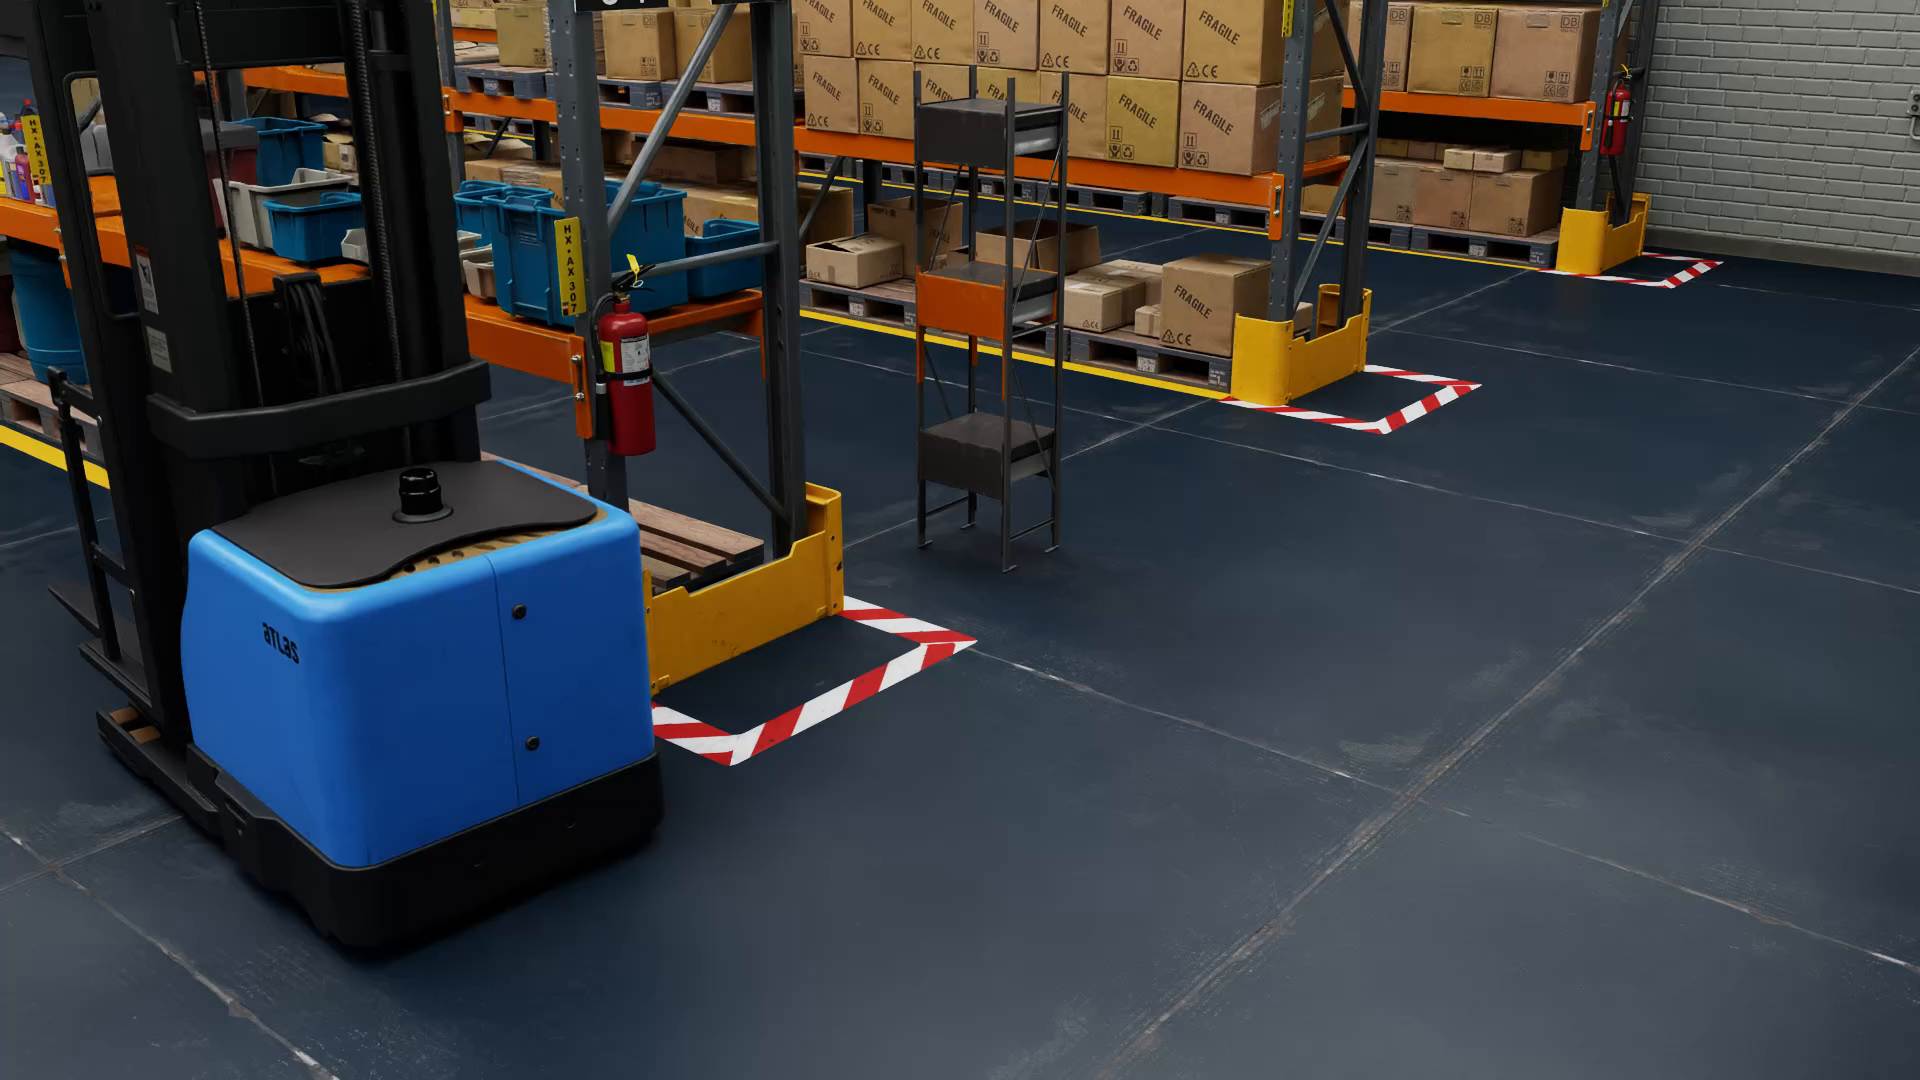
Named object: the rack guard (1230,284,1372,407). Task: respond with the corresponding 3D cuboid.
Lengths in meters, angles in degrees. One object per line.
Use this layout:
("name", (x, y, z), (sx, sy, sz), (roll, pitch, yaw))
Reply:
("rack guard", (2.091, -1.204, 10.151), (0.348, 0.500, 1.175), (16, 26, 36))

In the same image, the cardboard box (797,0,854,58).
("cardboard box", (-0.762, -3.581, 11.355), (0.500, 0.500, 0.500), (17, 26, 38))

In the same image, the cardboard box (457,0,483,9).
("cardboard box", (-6.164, -7.152, 21.505), (0.500, 0.500, 0.500), (15, 25, 35))

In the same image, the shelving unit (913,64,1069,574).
("shelving unit", (0.128, -0.946, 7.200), (0.503, 2.100, 0.431), (16, 26, 36))

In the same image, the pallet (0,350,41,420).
("pallet", (-5.605, -1.046, 10.144), (1.213, 0.211, 1.003), (16, 26, 36))

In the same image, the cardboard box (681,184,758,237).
("cardboard box", (-1.890, -2.429, 12.778), (0.500, 0.500, 0.500), (16, 26, 36))

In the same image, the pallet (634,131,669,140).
("pallet", (-3.414, -4.910, 20.390), (1.213, 0.211, 1.003), (16, 26, 36))

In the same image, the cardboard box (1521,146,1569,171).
("cardboard box", (4.897, -3.197, 13.924), (0.250, 0.149, 0.380), (16, 26, 37))

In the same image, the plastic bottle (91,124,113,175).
("plastic bottle", (-4.919, -2.251, 9.563), (0.135, 0.276, 0.152), (16, 26, 36))

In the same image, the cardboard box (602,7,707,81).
("cardboard box", (-2.357, -3.869, 12.941), (0.500, 0.500, 0.700), (9, 23, 23))

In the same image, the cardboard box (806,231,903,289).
("cardboard box", (-0.761, -2.044, 12.023), (0.500, 0.311, 0.500), (16, 26, 36))

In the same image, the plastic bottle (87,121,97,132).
("plastic bottle", (-5.099, -2.303, 9.700), (0.135, 0.276, 0.152), (16, 26, 36))

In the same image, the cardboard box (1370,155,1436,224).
("cardboard box", (3.896, -3.091, 14.560), (0.500, 0.500, 0.700), (15, 25, 35))

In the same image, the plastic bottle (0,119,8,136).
("plastic bottle", (-5.966, -2.530, 10.409), (0.097, 0.201, 0.097), (0, 21, 0))

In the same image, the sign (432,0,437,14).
("sign", (-4.396, -4.530, 13.790), (0.005, 0.325, 0.100), (16, 26, 36))

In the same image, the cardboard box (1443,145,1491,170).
("cardboard box", (4.260, -3.206, 13.947), (0.250, 0.149, 0.380), (17, 26, 38))

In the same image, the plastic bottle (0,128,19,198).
("plastic bottle", (-5.003, -1.988, 8.759), (0.185, 0.351, 0.144), (16, 26, 36))

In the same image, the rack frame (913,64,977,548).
("rack frame", (-0.061, -1.000, 7.344), (0.015, 2.100, 0.400), (16, 26, 36))

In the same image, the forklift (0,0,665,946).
("forklift", (-2.309, -0.692, 5.351), (1.130, 2.935, 3.031), (-19, 28, -41))

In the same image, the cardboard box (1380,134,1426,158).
("cardboard box", (3.913, -3.480, 14.672), (0.250, 0.149, 0.380), (16, 26, 37))

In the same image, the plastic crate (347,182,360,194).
("plastic crate", (-3.047, -1.619, 8.014), (0.590, 0.125, 0.437), (16, 26, 36))

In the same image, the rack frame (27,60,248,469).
("rack frame", (-4.084, -1.895, 8.443), (0.127, 3.000, 1.000), (16, 26, 36))

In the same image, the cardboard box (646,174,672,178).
("cardboard box", (-2.364, -2.802, 13.766), (0.500, 0.500, 0.500), (15, 25, 34))

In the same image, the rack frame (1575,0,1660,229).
("rack frame", (5.279, -3.711, 13.258), (0.127, 3.000, 1.000), (16, 26, 36))

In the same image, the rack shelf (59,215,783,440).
("rack shelf", (-2.535, -1.113, 7.387), (4.000, 0.370, 1.077), (16, 26, 36))

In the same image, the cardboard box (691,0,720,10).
("cardboard box", (-2.687, -6.253, 19.234), (0.700, 0.500, 0.500), (-18, 27, -39))

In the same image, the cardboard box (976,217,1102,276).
("cardboard box", (0.510, -1.869, 11.287), (0.637, 0.503, 0.797), (16, 26, 36))

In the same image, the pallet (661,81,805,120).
("pallet", (-1.499, -3.367, 12.618), (1.213, 0.211, 1.003), (16, 26, 36))

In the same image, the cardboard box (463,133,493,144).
("cardboard box", (-4.680, -3.625, 15.538), (0.500, 0.311, 0.500), (15, 26, 35))

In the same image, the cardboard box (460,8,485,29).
("cardboard box", (-6.137, -6.797, 21.626), (0.500, 0.250, 0.500), (16, 26, 35))

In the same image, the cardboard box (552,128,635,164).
("cardboard box", (-3.129, -3.372, 14.216), (0.500, 0.250, 0.500), (17, 27, 38))

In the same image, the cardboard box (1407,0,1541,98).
("cardboard box", (4.307, -4.122, 13.922), (0.700, 0.700, 0.980), (16, 26, 36))

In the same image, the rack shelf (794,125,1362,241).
("rack shelf", (0.600, -2.466, 10.976), (4.000, 0.370, 1.077), (16, 26, 36))

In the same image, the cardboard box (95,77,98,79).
("cardboard box", (-9.642, -5.148, 19.309), (0.500, 0.500, 0.500), (16, 26, 36))

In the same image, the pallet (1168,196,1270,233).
("pallet", (2.720, -3.108, 15.610), (1.213, 0.211, 1.003), (16, 26, 36))

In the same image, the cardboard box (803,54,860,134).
("cardboard box", (-0.727, -3.107, 11.515), (0.500, 0.500, 0.500), (17, 26, 38))

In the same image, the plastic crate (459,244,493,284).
("plastic crate", (-1.947, -1.109, 6.646), (0.243, 0.136, 0.396), (16, 26, 36))

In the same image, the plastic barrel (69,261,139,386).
("plastic barrel", (-4.495, -1.236, 9.074), (0.708, 0.901, 0.600), (16, 26, 36))

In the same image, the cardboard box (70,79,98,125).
("cardboard box", (-9.583, -4.895, 18.637), (0.500, 0.500, 0.500), (16, 26, 36))

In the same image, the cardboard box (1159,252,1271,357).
("cardboard box", (1.573, -1.446, 10.172), (0.500, 0.500, 0.500), (16, 26, 36))

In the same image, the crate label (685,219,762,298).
("crate label", (-0.968, -1.098, 6.481), (0.303, 0.233, 0.416), (16, 26, 36))

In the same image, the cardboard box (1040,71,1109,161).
("cardboard box", (0.843, -2.656, 10.319), (0.500, 0.500, 0.500), (16, 26, 37))

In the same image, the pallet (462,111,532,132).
("pallet", (-6.451, -5.768, 22.665), (1.213, 0.211, 1.003), (16, 26, 36))

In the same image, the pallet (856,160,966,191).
("pallet", (-0.356, -3.995, 17.962), (1.213, 0.211, 1.003), (16, 26, 36))

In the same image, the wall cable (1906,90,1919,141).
("wall cable", (6.869, -4.159, 13.007), (1.851, 1.984, 0.084), (16, 26, 36))

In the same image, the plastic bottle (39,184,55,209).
("plastic bottle", (-4.594, -1.837, 8.464), (0.135, 0.276, 0.152), (16, 26, 36))

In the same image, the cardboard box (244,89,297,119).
("cardboard box", (-7.308, -4.483, 17.545), (0.500, 0.500, 0.500), (16, 26, 36))

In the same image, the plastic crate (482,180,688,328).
("plastic crate", (-1.363, -1.071, 6.123), (0.499, 0.435, 0.616), (16, 26, 36))

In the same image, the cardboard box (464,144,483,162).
("cardboard box", (-4.610, -3.363, 14.842), (0.500, 0.311, 0.500), (17, 26, 38))

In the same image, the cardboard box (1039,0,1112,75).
("cardboard box", (0.834, -3.122, 10.137), (0.500, 0.500, 0.500), (17, 26, 38))

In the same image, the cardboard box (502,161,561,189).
("cardboard box", (-3.467, -2.882, 13.980), (0.500, 0.500, 0.500), (15, 25, 34))

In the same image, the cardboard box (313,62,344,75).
("cardboard box", (-5.766, -4.675, 15.673), (0.500, 0.500, 0.500), (16, 26, 36))
